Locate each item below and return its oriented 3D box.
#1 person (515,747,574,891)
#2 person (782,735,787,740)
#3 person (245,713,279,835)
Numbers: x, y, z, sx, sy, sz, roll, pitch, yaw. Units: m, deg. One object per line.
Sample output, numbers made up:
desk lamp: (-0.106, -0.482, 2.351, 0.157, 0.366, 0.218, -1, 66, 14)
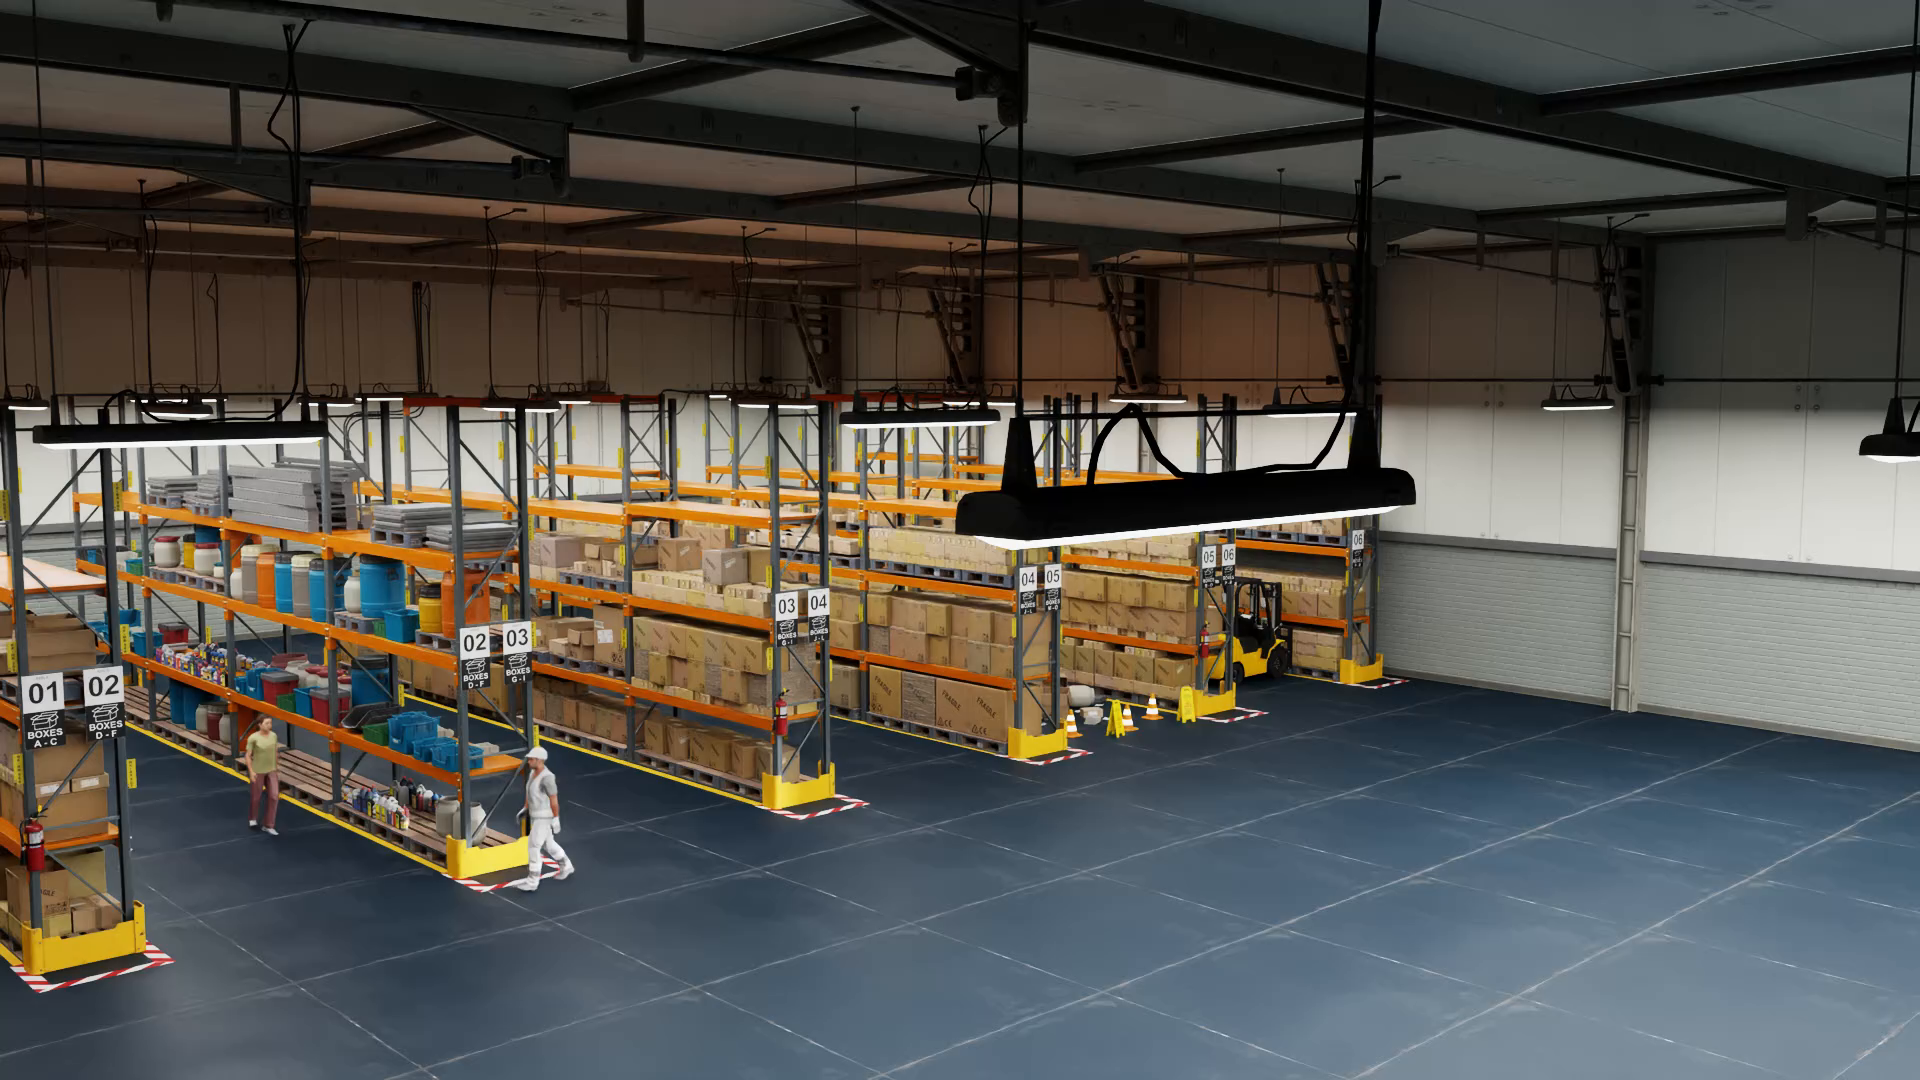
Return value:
person: (-5.211, 3.455, 20.774, 0.865, 1.777, 0.549, -4, 7, -35)
person: (-3.245, 2.660, 28.786, 0.567, 1.744, 0.529, -3, 6, -31)
person: (-9.771, 3.277, 23.349, 0.715, 1.686, 0.522, 5, 7, 40)
